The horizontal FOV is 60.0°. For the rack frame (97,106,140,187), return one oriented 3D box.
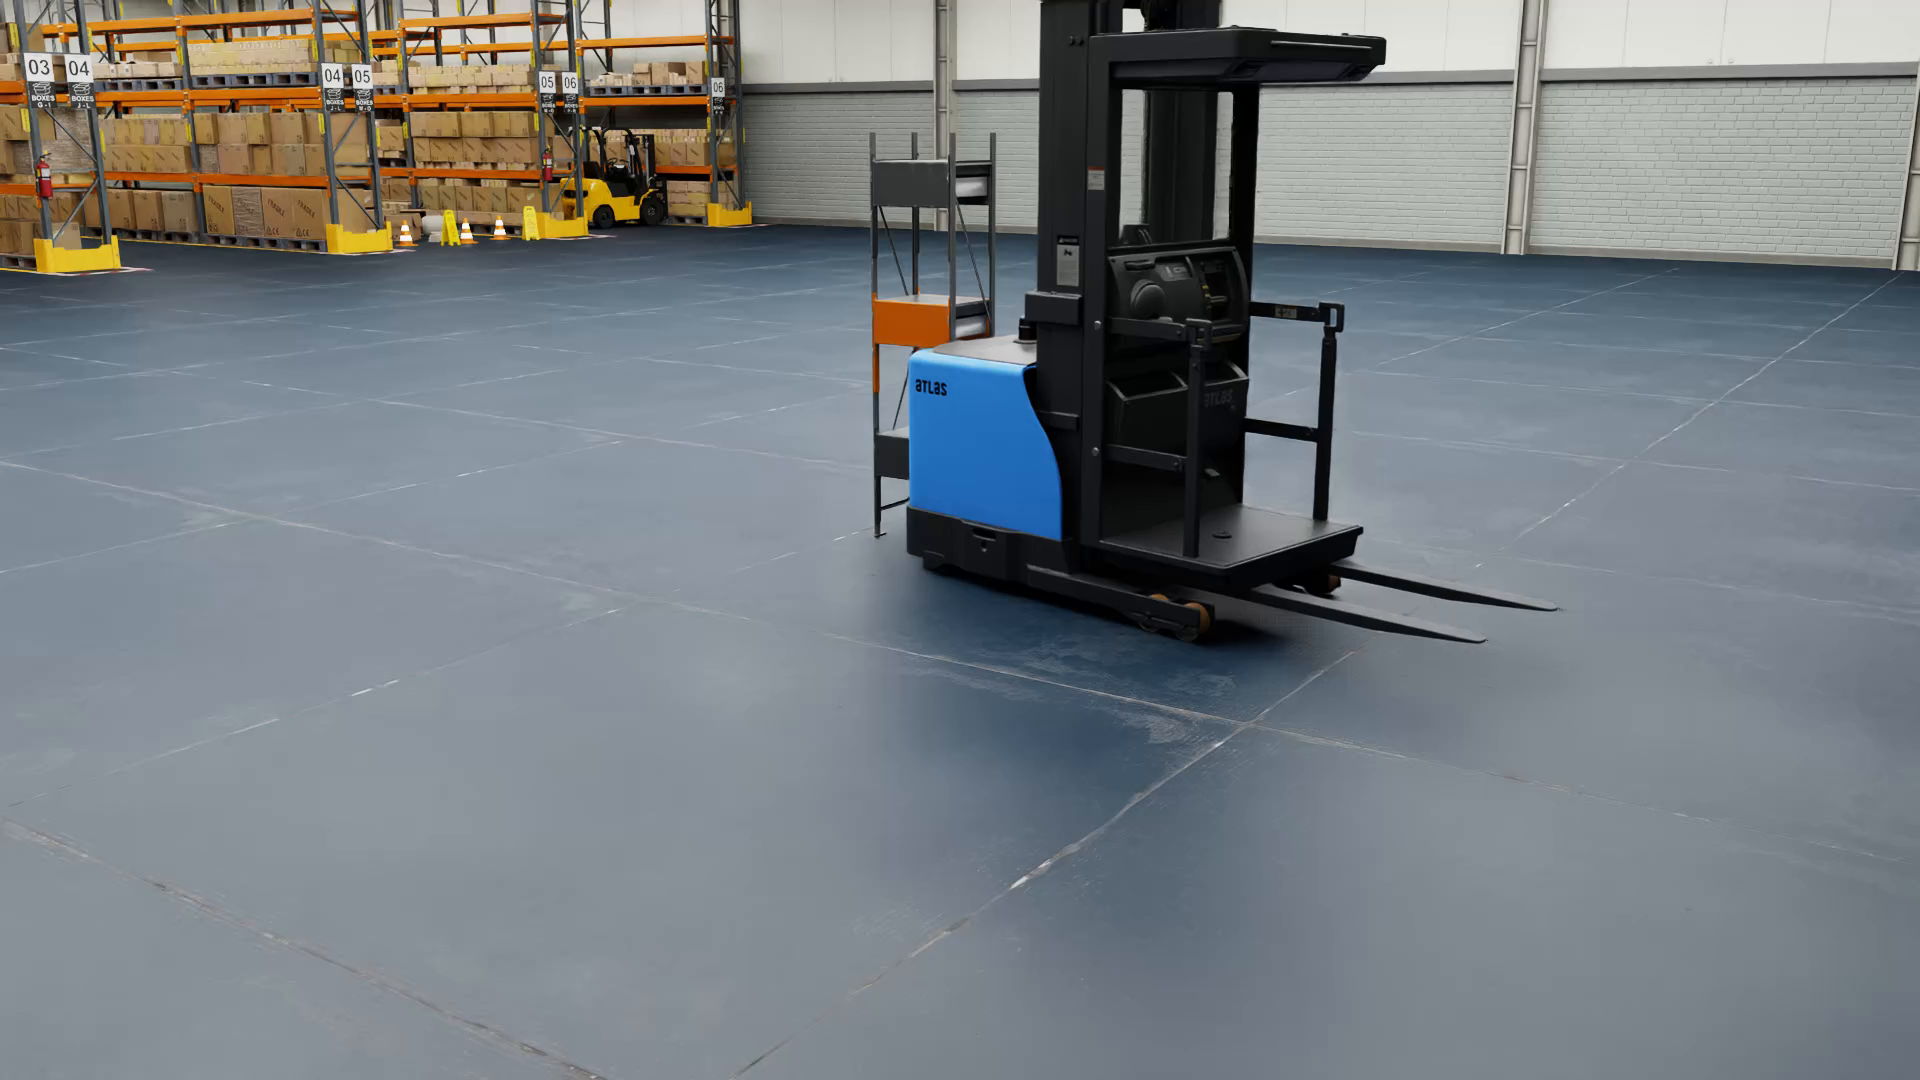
[{"bbox_3d":[-21.256,-9.731,41.890,0.127,3.000,1.000,9,17,33],"label":"rack frame"}]

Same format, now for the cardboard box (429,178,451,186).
[{"bbox_3d":[-10.890,-7.508,34.848,0.250,0.149,0.380,9,17,34],"label":"cardboard box"}]

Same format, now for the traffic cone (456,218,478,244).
[{"bbox_3d":[-9.394,-5.887,31.642,0.334,0.463,0.336,9,17,33],"label":"traffic cone"}]

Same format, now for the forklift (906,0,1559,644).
[{"bbox_3d":[1.135,-1.130,7.289,3.031,2.935,1.130,13,19,43],"label":"forklift"}]

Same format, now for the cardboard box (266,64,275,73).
[{"bbox_3d":[-11.968,-8.285,29.246,0.250,0.149,0.380,9,16,32],"label":"cardboard box"}]

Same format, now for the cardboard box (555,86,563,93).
[{"bbox_3d":[-8.074,-9.028,33.333,0.250,0.149,0.380,9,17,33],"label":"cardboard box"}]

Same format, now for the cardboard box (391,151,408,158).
[{"bbox_3d":[-11.880,-8.217,35.425,0.250,0.149,0.380,9,17,34],"label":"cardboard box"}]

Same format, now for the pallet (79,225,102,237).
[{"bbox_3d":[-17.944,-6.409,34.274,1.213,0.211,1.003,9,17,33],"label":"pallet"}]

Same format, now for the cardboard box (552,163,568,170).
[{"bbox_3d":[-8.146,-7.550,33.603,0.250,0.149,0.380,9,17,33],"label":"cardboard box"}]

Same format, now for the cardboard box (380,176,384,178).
[{"bbox_3d":[-14.987,-9.545,43.499,0.250,0.149,0.380,9,16,32],"label":"cardboard box"}]

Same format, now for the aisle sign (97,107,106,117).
[{"bbox_3d":[-21.477,-10.945,41.383,0.004,0.787,0.394,9,17,33],"label":"aisle sign"}]

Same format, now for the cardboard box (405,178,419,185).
[{"bbox_3d":[-14.107,-9.260,42.966,0.250,0.149,0.380,9,17,33],"label":"cardboard box"}]

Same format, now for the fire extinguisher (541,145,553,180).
[{"bbox_3d":[-8.142,-7.440,32.798,0.183,0.674,0.296,9,17,33],"label":"fire extinguisher"}]

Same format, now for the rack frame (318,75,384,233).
[{"bbox_3d":[-10.658,-6.585,29.180,0.127,3.000,1.000,9,17,33],"label":"rack frame"}]

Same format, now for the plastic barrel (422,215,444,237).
[{"bbox_3d":[-10.538,-6.310,33.431,0.512,0.421,0.421,-4,14,-16],"label":"plastic barrel"}]

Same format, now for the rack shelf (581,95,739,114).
[{"bbox_3d":[-6.872,-9.950,38.031,4.000,0.370,1.077,9,17,33],"label":"rack shelf"}]

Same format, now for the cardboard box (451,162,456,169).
[{"bbox_3d":[-10.316,-7.771,34.494,0.250,0.149,0.380,9,17,33],"label":"cardboard box"}]

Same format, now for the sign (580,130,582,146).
[{"bbox_3d":[-7.677,-8.113,33.555,0.005,0.325,0.100,9,17,33],"label":"sign"}]

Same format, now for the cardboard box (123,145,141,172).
[{"bbox_3d":[-15.821,-7.389,32.223,0.500,0.500,0.500,9,17,32],"label":"cardboard box"}]

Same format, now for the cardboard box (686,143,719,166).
[{"bbox_3d":[-5.767,-8.637,37.265,0.500,0.500,0.500,9,16,32],"label":"cardboard box"}]

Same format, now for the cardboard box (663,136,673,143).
[{"bbox_3d":[-6.514,-9.067,37.649,0.250,0.149,0.380,9,16,31],"label":"cardboard box"}]

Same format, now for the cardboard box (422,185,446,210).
[{"bbox_3d":[-10.960,-7.222,35.042,0.500,0.500,0.500,10,17,35],"label":"cardboard box"}]

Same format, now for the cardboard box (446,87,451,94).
[{"bbox_3d":[-10.322,-9.228,34.139,0.250,0.149,0.380,9,16,31],"label":"cardboard box"}]

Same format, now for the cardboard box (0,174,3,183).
[{"bbox_3d":[-14.688,-5.620,25.805,0.250,0.149,0.380,9,17,33],"label":"cardboard box"}]

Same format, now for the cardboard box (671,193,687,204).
[{"bbox_3d":[-6.201,-7.759,37.734,0.500,0.250,0.500,9,17,32],"label":"cardboard box"}]

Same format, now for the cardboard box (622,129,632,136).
[{"bbox_3d":[-7.562,-9.384,38.311,0.250,0.149,0.380,9,16,32],"label":"cardboard box"}]

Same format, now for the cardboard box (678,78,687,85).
[{"bbox_3d":[-6.069,-10.212,37.033,0.250,0.149,0.380,9,16,31],"label":"cardboard box"}]

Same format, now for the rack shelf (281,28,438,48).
[{"bbox_3d":[-12.958,-10.758,35.886,4.000,0.370,1.077,9,17,33],"label":"rack shelf"}]

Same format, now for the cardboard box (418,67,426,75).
[{"bbox_3d":[-10.987,-9.706,34.412,0.250,0.149,0.380,10,17,34],"label":"cardboard box"}]

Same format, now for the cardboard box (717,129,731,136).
[{"bbox_3d":[-5.372,-9.171,37.450,0.250,0.149,0.380,9,16,32],"label":"cardboard box"}]

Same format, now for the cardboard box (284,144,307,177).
[{"bbox_3d":[-11.460,-6.767,29.607,0.550,0.550,0.875,9,17,33],"label":"cardboard box"}]

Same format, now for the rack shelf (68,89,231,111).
[{"bbox_3d":[-15.637,-8.496,32.157,4.000,0.370,1.077,9,17,33],"label":"rack shelf"}]

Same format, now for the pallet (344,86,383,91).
[{"bbox_3d":[-12.614,-9.729,36.031,1.003,0.211,1.213,9,17,33],"label":"pallet"}]

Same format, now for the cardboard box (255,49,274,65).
[{"bbox_3d":[-12.051,-8.509,29.324,0.500,0.250,0.500,9,17,32],"label":"cardboard box"}]

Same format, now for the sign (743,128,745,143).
[{"bbox_3d":[-4.898,-9.144,37.552,0.005,0.325,0.100,9,17,33],"label":"sign"}]

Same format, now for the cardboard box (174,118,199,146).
[{"bbox_3d":[-14.393,-7.720,31.479,0.500,0.500,0.700,9,16,32],"label":"cardboard box"}]

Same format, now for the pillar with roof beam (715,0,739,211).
[{"bbox_3d":[-7.690,-10.902,34.137,0.400,9.000,9.100,9,17,33],"label":"pillar with roof beam"}]

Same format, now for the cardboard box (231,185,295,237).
[{"bbox_3d":[-12.745,-6.075,30.670,0.875,0.875,0.875,9,17,33],"label":"cardboard box"}]

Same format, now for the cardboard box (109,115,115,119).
[{"bbox_3d":[-20.707,-10.398,40.947,0.250,0.149,0.380,10,17,35],"label":"cardboard box"}]

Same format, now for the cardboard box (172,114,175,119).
[{"bbox_3d":[-18.528,-10.078,39.654,0.250,0.149,0.380,10,17,34],"label":"cardboard box"}]

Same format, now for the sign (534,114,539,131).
[{"bbox_3d":[-8.306,-8.193,32.609,0.005,0.325,0.100,9,17,33],"label":"sign"}]

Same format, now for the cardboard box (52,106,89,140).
[{"bbox_3d":[-13.815,-6.415,25.589,0.500,0.500,0.500,9,17,33],"label":"cardboard box"}]

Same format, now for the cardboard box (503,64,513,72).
[{"bbox_3d":[-8.840,-9.366,33.035,0.250,0.149,0.380,9,16,32],"label":"cardboard box"}]

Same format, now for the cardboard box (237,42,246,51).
[{"bbox_3d":[-12.603,-8.774,29.563,0.250,0.149,0.380,9,17,33],"label":"cardboard box"}]

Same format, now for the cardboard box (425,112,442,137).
[{"bbox_3d":[-10.643,-8.625,34.514,0.500,0.500,0.700,9,17,33],"label":"cardboard box"}]

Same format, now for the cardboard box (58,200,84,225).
[{"bbox_3d":[-17.988,-6.684,33.910,0.500,0.500,0.500,9,17,33],"label":"cardboard box"}]

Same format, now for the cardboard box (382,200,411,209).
[{"bbox_3d":[-12.334,-7.215,36.323,0.625,0.372,0.950,10,17,36],"label":"cardboard box"}]

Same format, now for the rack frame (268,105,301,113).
[{"bbox_3d":[-18.489,-10.721,45.890,0.127,3.000,1.000,9,17,33],"label":"rack frame"}]

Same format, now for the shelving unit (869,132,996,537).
[{"bbox_3d":[-0.137,-1.041,8.661,0.503,2.100,0.431,9,17,33],"label":"shelving unit"}]
